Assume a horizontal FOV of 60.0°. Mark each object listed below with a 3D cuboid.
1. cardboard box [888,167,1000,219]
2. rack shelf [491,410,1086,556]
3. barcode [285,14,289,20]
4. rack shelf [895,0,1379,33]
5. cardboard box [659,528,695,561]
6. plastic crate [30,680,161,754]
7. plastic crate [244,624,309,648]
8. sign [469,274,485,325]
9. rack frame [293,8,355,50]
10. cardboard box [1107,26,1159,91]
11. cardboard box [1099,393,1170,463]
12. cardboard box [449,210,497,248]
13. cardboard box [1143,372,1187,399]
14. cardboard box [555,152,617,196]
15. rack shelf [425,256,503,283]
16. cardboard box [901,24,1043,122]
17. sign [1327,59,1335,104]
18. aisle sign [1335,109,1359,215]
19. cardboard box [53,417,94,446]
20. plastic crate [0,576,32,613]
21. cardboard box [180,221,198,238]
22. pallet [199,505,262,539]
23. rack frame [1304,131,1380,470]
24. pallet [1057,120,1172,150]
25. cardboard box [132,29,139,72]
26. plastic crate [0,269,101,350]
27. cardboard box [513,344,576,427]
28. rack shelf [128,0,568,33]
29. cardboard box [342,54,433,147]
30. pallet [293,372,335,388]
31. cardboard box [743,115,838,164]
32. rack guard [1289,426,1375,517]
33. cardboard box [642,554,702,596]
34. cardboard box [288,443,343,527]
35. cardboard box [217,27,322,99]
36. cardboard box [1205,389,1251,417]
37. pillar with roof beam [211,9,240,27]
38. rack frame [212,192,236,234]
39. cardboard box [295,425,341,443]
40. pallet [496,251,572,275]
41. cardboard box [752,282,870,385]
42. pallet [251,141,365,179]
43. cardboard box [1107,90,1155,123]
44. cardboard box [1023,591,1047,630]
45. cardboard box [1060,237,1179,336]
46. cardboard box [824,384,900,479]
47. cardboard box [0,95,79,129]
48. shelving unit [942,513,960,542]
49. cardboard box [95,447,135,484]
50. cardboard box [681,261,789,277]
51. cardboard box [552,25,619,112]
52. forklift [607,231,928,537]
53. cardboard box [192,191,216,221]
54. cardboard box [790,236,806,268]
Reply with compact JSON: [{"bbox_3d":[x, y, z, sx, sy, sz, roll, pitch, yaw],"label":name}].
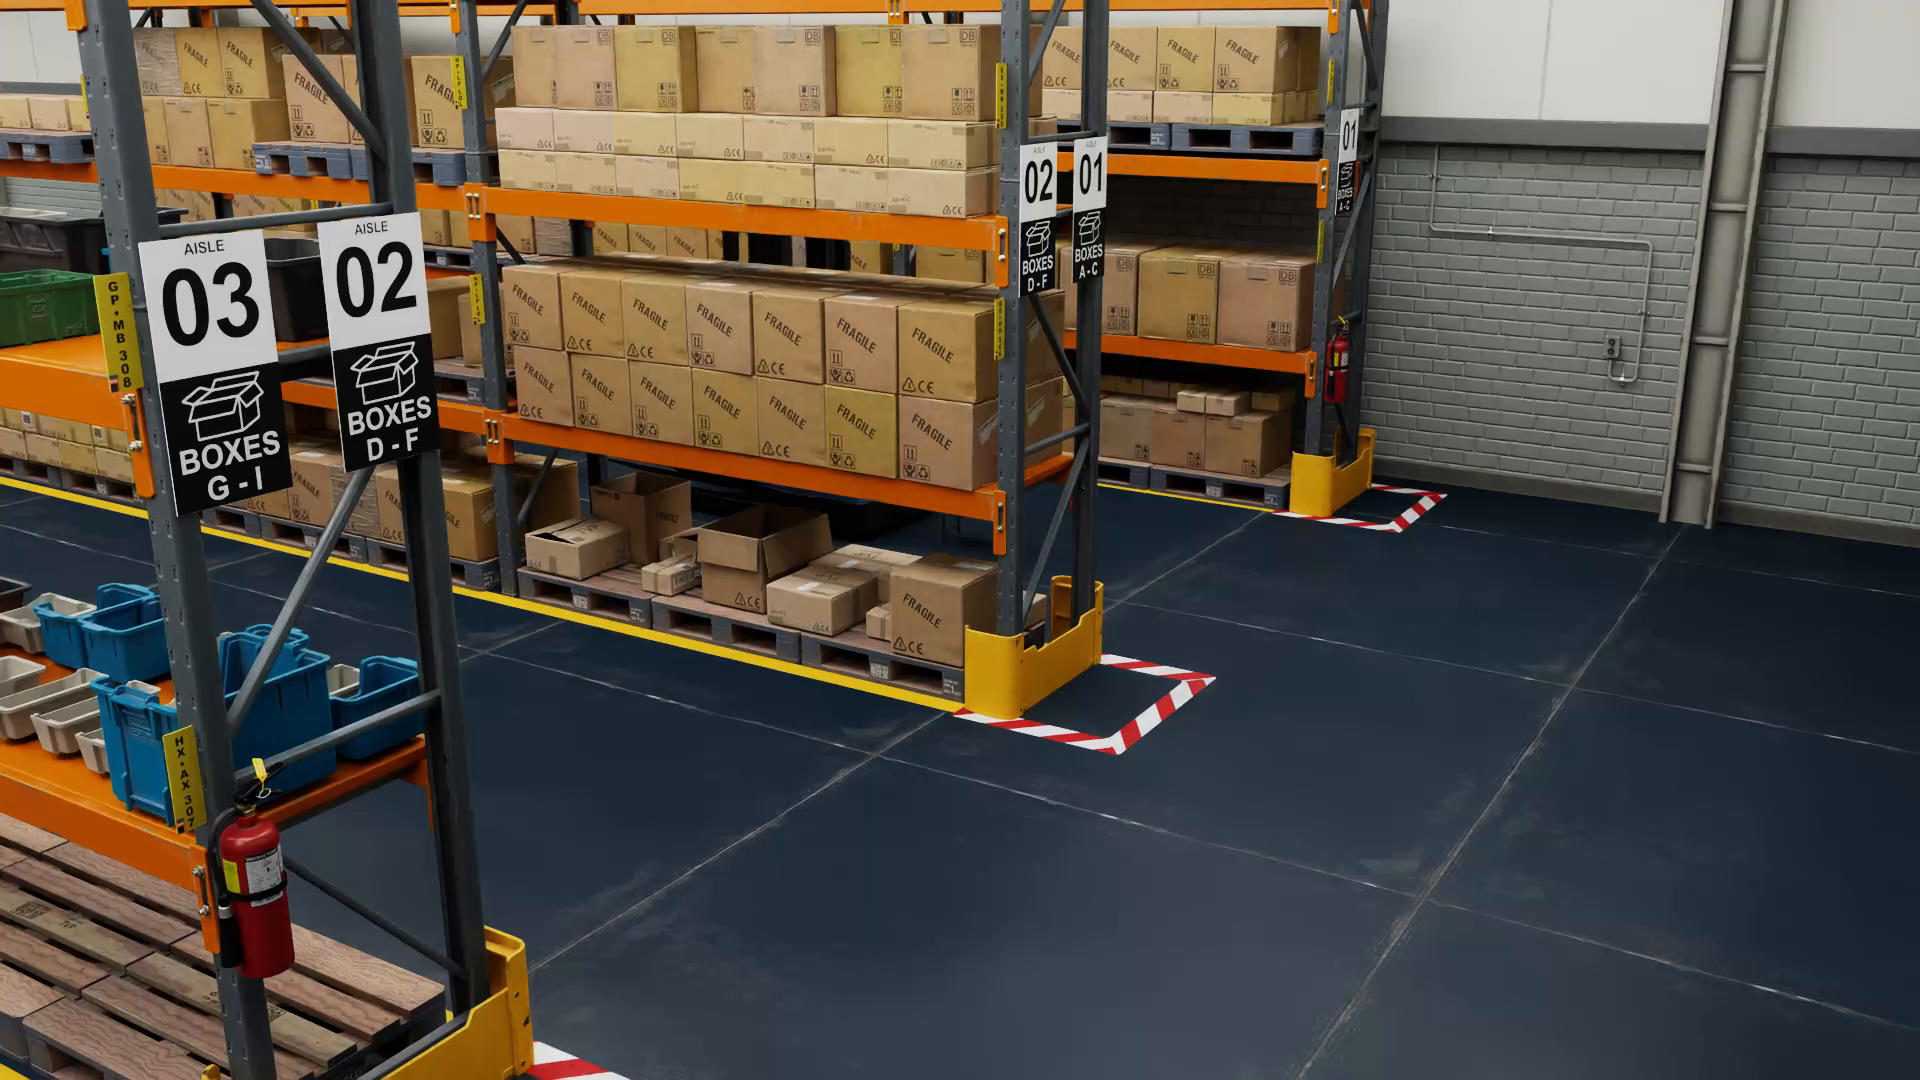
[{"bbox_3d":[-0.055,-1.935,9.187,0.500,0.250,0.500,10,20,30],"label":"cardboard box"},{"bbox_3d":[-1.184,-0.519,10.665,4.000,0.370,1.077,10,20,30],"label":"rack shelf"},{"bbox_3d":[-8.075,-6.273,19.943,0.075,0.075,0.001,10,20,30],"label":"barcode"},{"bbox_3d":[1.405,-4.425,13.892,4.000,0.370,1.077,10,20,30],"label":"rack shelf"},{"bbox_3d":[-1.903,0.045,11.720,0.250,0.149,0.380,10,20,30],"label":"cardboard box"},{"bbox_3d":[-3.104,0.638,5.970,0.243,0.136,0.396,10,20,30],"label":"plastic crate"},{"bbox_3d":[-2.674,0.500,6.260,0.300,0.233,0.416,10,20,30],"label":"plastic crate"},{"bbox_3d":[-3.175,-1.583,10.940,0.005,0.325,0.100,10,20,30],"label":"sign"},{"bbox_3d":[-7.116,-6.482,18.737,0.127,3.000,1.000,10,20,30],"label":"rack frame"},{"bbox_3d":[1.474,-3.957,13.659,0.500,0.500,0.500,9,19,28],"label":"cardboard box"},{"bbox_3d":[1.606,-1.025,14.673,0.500,0.500,0.700,9,19,28],"label":"cardboard box"},{"bbox_3d":[-5.186,-3.514,18.360,0.500,0.500,0.700,10,20,30],"label":"cardboard box"},{"bbox_3d":[1.810,-1.367,14.683,0.250,0.149,0.380,10,20,31],"label":"cardboard box"},{"bbox_3d":[-2.179,-2.318,10.449,0.500,0.250,0.500,10,20,30],"label":"cardboard box"},{"bbox_3d":[-5.412,-2.963,18.712,4.000,0.370,1.077,10,20,30],"label":"rack shelf"},{"bbox_3d":[0.074,-2.594,9.207,0.500,0.500,0.700,10,20,30],"label":"cardboard box"},{"bbox_3d":[2.814,-3.475,12.611,0.005,0.325,0.100,10,20,30],"label":"sign"},{"bbox_3d":[3.014,-2.945,12.941,0.004,0.787,0.394,10,20,30],"label":"aisle sign"},{"bbox_3d":[-7.318,-1.025,14.139,0.500,0.311,0.500,10,19,29],"label":"cardboard box"},{"bbox_3d":[-4.389,0.266,7.215,0.590,0.125,0.437,10,20,30],"label":"plastic crate"},{"bbox_3d":[-9.394,-3.850,20.619,0.500,0.250,0.500,10,19,29],"label":"cardboard box"},{"bbox_3d":[-5.680,-0.318,13.566,1.213,0.211,1.003,10,20,30],"label":"pallet"},{"bbox_3d":[3.110,-1.786,13.600,0.127,3.000,1.000,10,20,30],"label":"rack frame"},{"bbox_3d":[1.428,-3.474,14.150,1.213,0.211,1.003,10,20,30],"label":"pallet"},{"bbox_3d":[-9.922,-5.983,20.330,0.500,0.500,0.500,10,19,29],"label":"cardboard box"},{"bbox_3d":[-3.065,-0.746,5.378,0.336,0.188,0.450,10,20,30],"label":"plastic crate"},{"bbox_3d":[-2.596,-1.070,11.070,0.500,0.500,0.500,11,20,31],"label":"cardboard box"},{"bbox_3d":[-4.592,-3.806,11.854,4.000,0.370,1.077,10,20,30],"label":"rack shelf"},{"bbox_3d":[-3.860,-3.090,11.664,0.600,0.600,0.600,10,19,29],"label":"cardboard box"},{"bbox_3d":[-4.637,-1.389,12.623,1.213,0.211,1.003,10,20,30],"label":"pallet"},{"bbox_3d":[-0.901,-2.329,9.625,0.500,0.250,0.500,10,20,30],"label":"cardboard box"},{"bbox_3d":[3.130,-0.586,13.951,0.348,0.500,1.175,10,20,30],"label":"rack guard"},{"bbox_3d":[-1.901,0.225,11.098,0.250,0.166,0.380,10,20,30],"label":"cardboard box"},{"bbox_3d":[-4.737,-0.416,12.634,0.500,0.500,0.500,9,19,28],"label":"cardboard box"},{"bbox_3d":[-5.059,-3.514,12.235,0.500,0.500,0.500,10,20,30],"label":"cardboard box"},{"bbox_3d":[2.256,-1.157,13.993,0.250,0.149,0.380,10,19,29],"label":"cardboard box"},{"bbox_3d":[-11.728,-6.132,17.585,0.400,9.000,9.100,10,20,30],"label":"pillar with roof beam"},{"bbox_3d":[-6.297,-1.775,13.565,0.127,3.000,1.000,10,20,30],"label":"rack frame"},{"bbox_3d":[-4.936,-0.627,13.328,0.500,0.500,0.500,9,19,28],"label":"cardboard box"},{"bbox_3d":[-4.370,-2.993,17.904,1.003,0.211,1.213,10,20,30],"label":"pallet"},{"bbox_3d":[-0.878,-1.239,9.906,0.500,0.500,0.500,11,20,32],"label":"cardboard box"},{"bbox_3d":[-4.292,-2.786,12.054,1.003,0.211,1.213,10,20,30],"label":"pallet"},{"bbox_3d":[1.457,-3.601,13.777,0.500,0.250,0.500,9,19,28],"label":"cardboard box"},{"bbox_3d":[0.343,0.446,10.399,0.250,0.149,0.380,10,20,30],"label":"cardboard box"},{"bbox_3d":[1.399,-2.231,14.548,0.700,0.700,0.980,9,19,27],"label":"cardboard box"},{"bbox_3d":[-0.448,-0.685,9.804,0.500,0.500,0.500,10,20,31],"label":"cardboard box"},{"bbox_3d":[-7.650,-3.560,13.815,0.500,0.250,0.500,10,19,29],"label":"cardboard box"},{"bbox_3d":[0.141,-0.549,12.624,0.503,1.200,0.258,10,20,30],"label":"shelving unit"},{"bbox_3d":[-6.873,-0.680,13.968,0.500,0.250,0.500,11,20,31],"label":"cardboard box"},{"bbox_3d":[-1.454,-1.526,10.853,0.500,0.500,0.500,10,20,30],"label":"cardboard box"},{"bbox_3d":[-2.102,-2.953,10.388,0.500,0.500,0.700,10,20,30],"label":"cardboard box"},{"bbox_3d":[-1.690,-1.742,13.574,3.031,2.935,1.130,11,20,33],"label":"forklift"},{"bbox_3d":[-8.976,-4.136,20.269,0.500,0.500,0.500,11,20,32],"label":"cardboard box"},{"bbox_3d":[-1.264,-2.677,15.815,0.500,0.500,0.500,10,20,31],"label":"cardboard box"}]
